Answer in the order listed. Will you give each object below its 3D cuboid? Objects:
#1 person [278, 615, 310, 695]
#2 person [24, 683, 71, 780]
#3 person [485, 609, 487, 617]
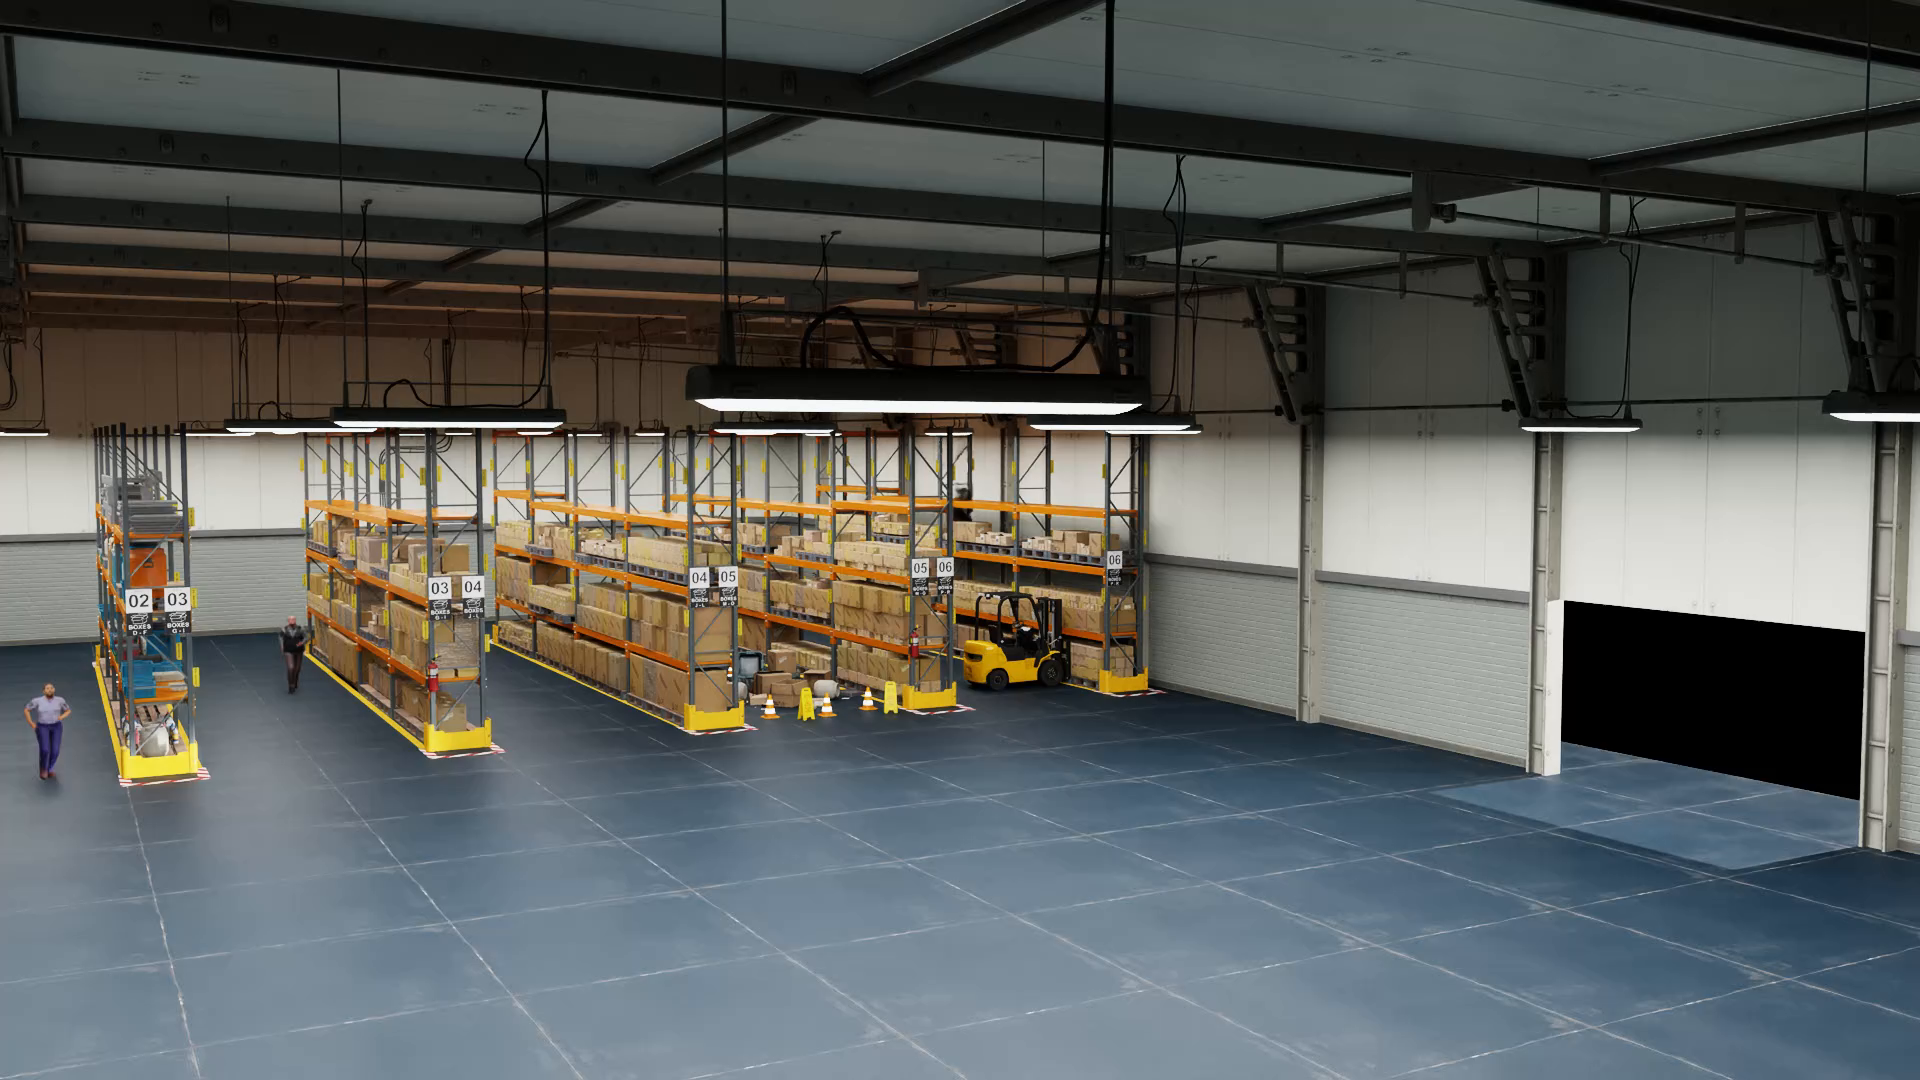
[{"bbox_3d":[-15.075,2.582,37.663,0.650,1.772,0.814,-2,4,-26],"label":"person"},{"bbox_3d":[-15.308,3.214,27.967,0.675,1.620,0.595,-3,4,-39],"label":"person"},{"bbox_3d":[-12.685,2.216,43.551,0.574,1.683,0.939,-2,4,-24],"label":"person"}]
